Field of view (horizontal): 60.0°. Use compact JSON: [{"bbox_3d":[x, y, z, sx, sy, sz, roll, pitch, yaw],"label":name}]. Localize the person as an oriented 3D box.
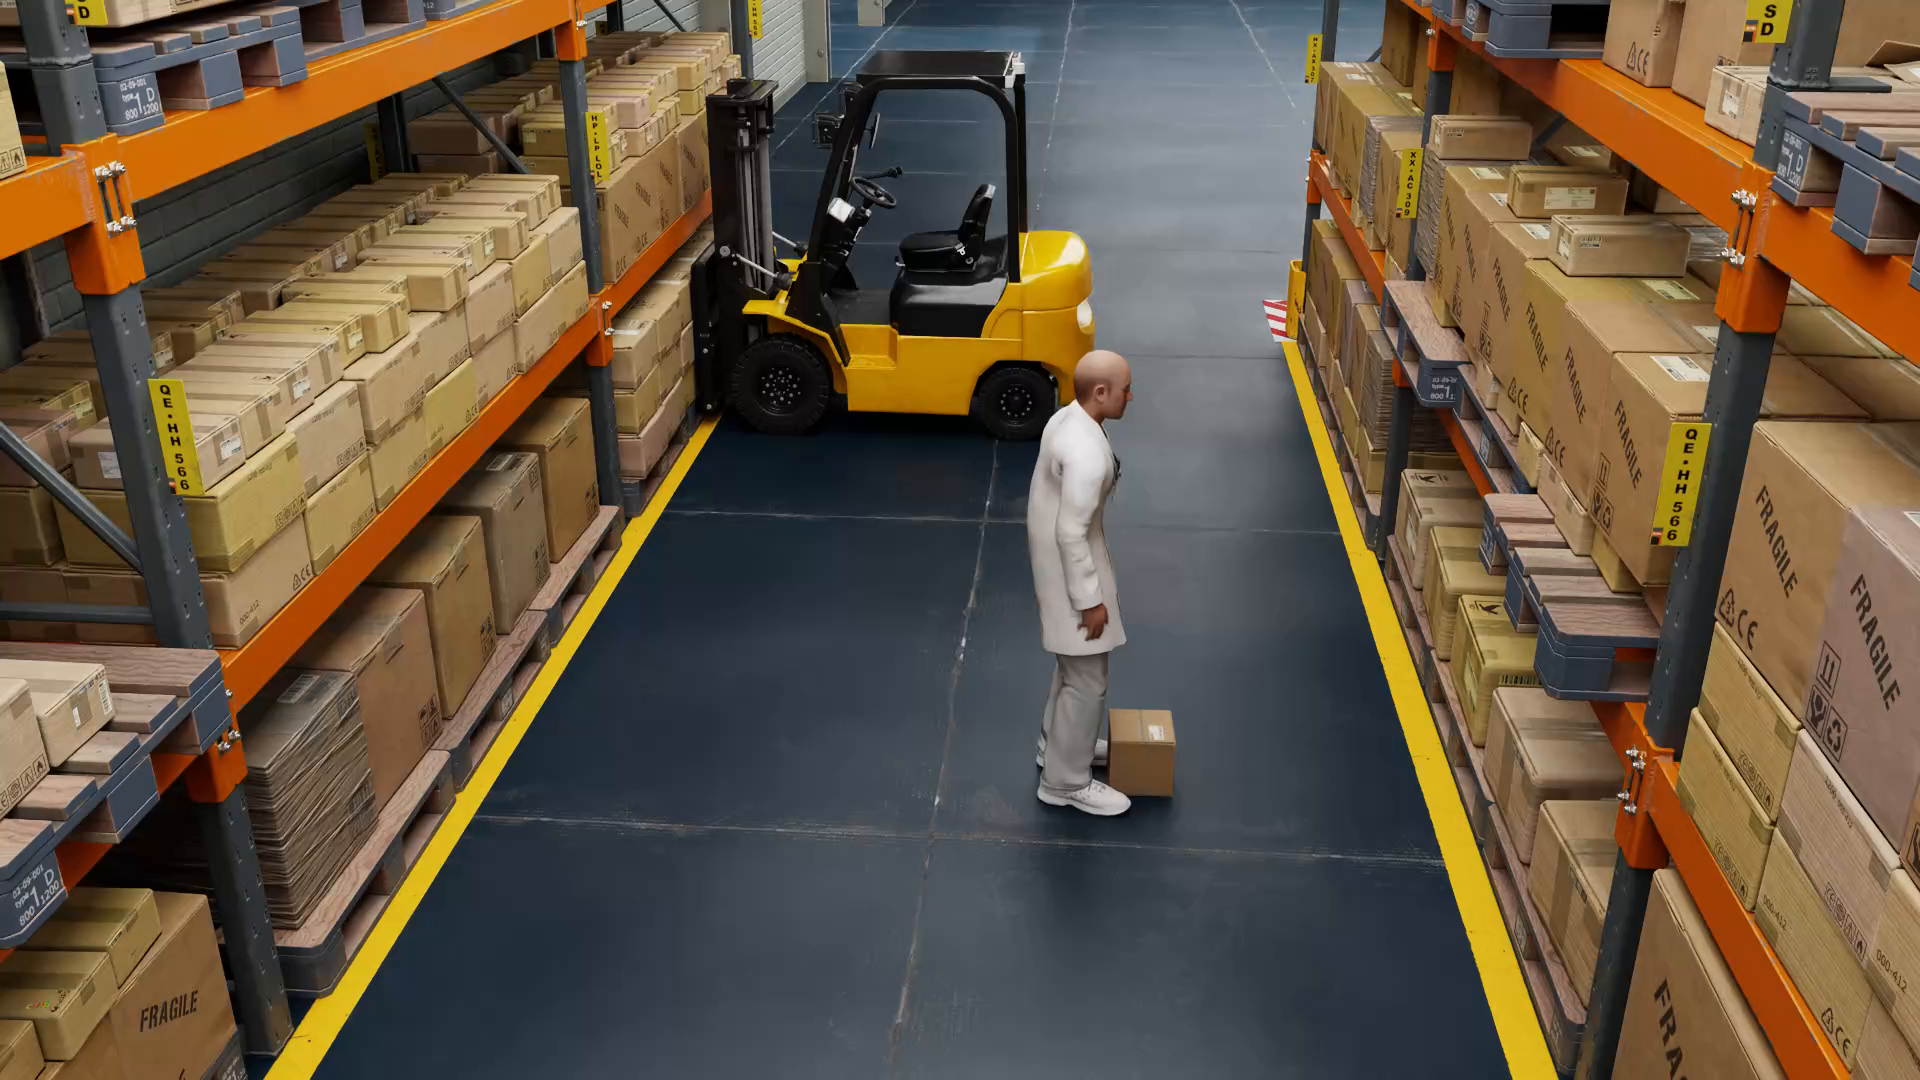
[{"bbox_3d":[0.464,0.140,6.312,0.429,1.772,0.644,1,24,1],"label":"person"}]
